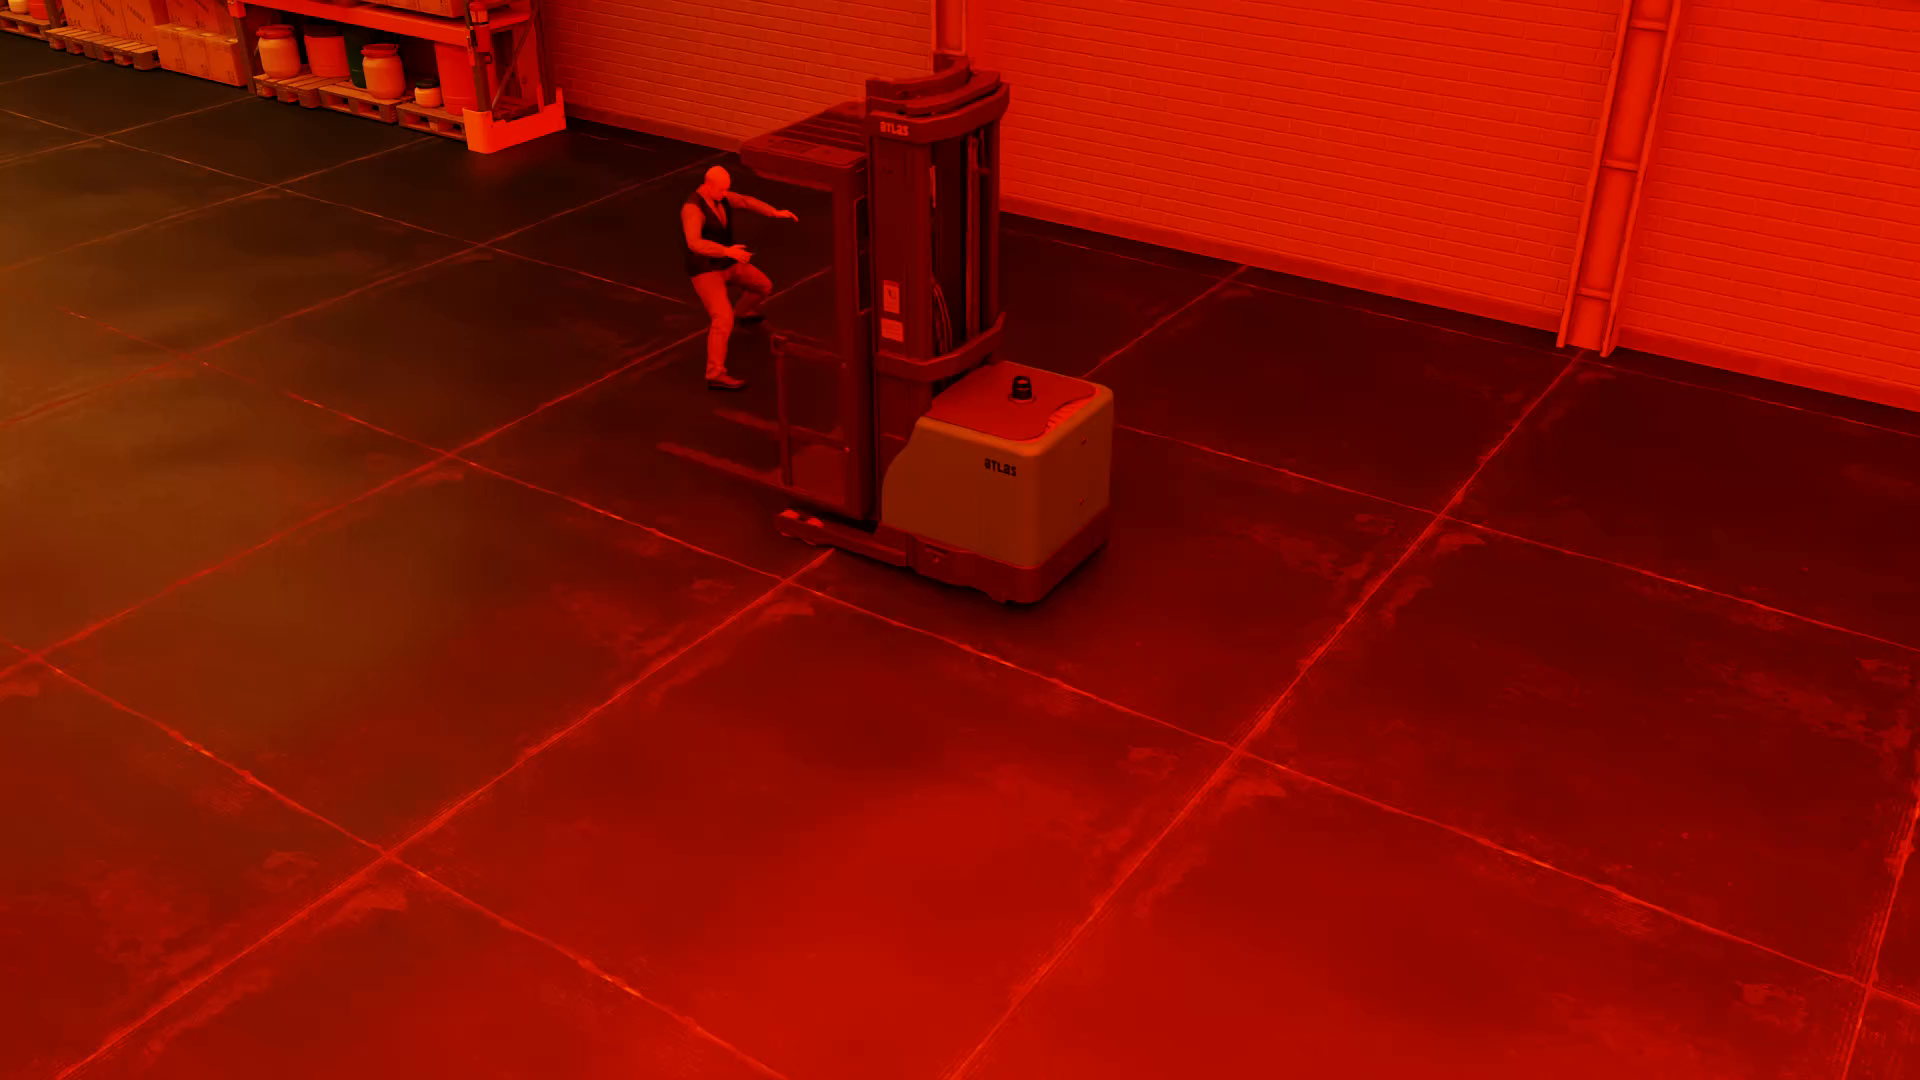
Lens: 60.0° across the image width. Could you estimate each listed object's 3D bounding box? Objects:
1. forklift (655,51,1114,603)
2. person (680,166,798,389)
[{"bbox_3d":[-0.586,-1.441,10.063,3.031,2.935,1.130,17,34,27],"label":"forklift"},{"bbox_3d":[-1.698,-2.106,12.623,0.734,1.506,1.297,14,33,22],"label":"person"}]
